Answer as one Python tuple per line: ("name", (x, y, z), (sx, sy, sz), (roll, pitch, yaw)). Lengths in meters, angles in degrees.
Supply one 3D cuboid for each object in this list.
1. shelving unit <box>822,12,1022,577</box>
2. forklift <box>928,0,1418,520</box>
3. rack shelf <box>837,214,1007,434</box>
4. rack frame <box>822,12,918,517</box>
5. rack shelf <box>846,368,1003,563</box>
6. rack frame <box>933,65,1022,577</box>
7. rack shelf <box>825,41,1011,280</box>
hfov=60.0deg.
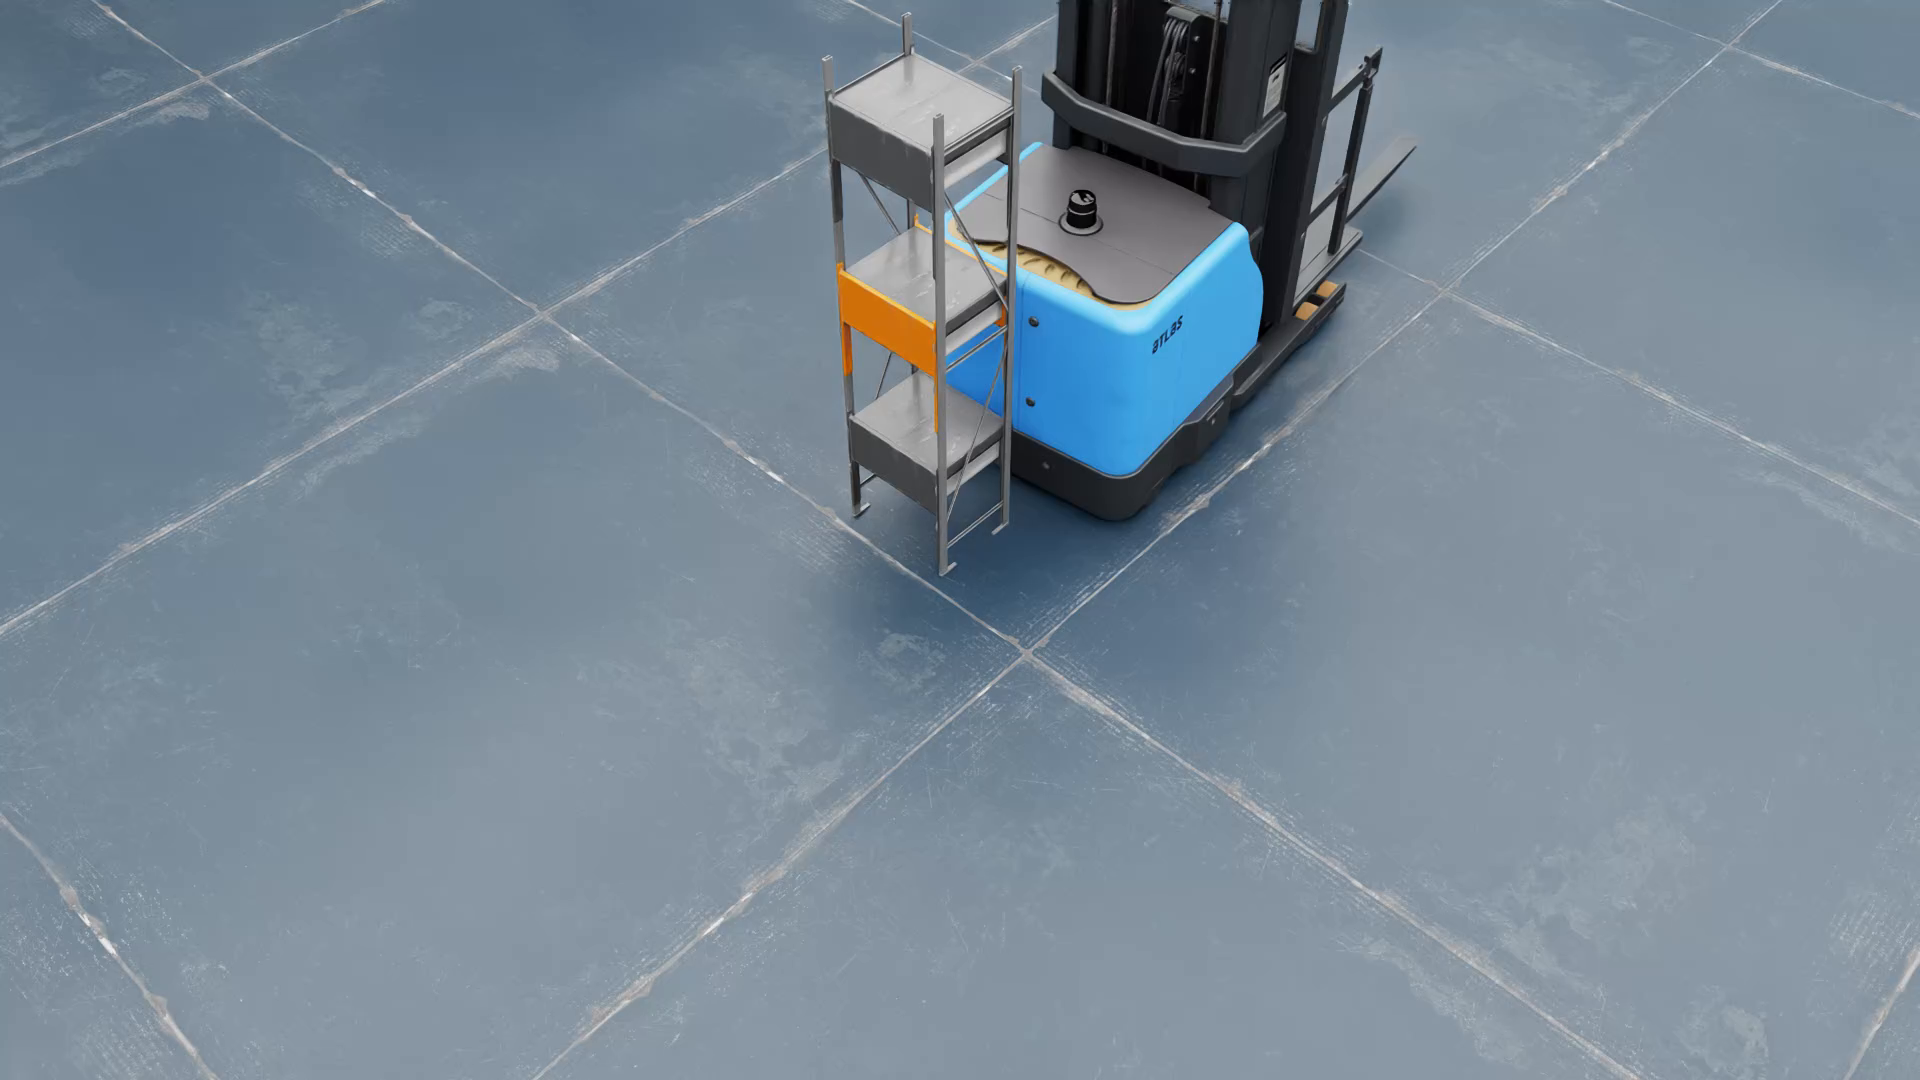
("shelving unit", (-0.122, -0.801, 6.061), (0.503, 2.100, 0.431), (34, 55, 28))
("forklift", (1.126, -2.116, 6.727), (1.130, 2.935, 3.031), (28, 53, 24))
("rack shelf", (-0.122, -0.791, 6.071), (0.480, 0.518, 0.431), (34, 55, 28))
("rack frame", (-0.301, -0.921, 6.175), (0.015, 2.100, 0.400), (34, 55, 28))
("rack shelf", (-0.122, -0.312, 6.582), (0.480, 0.518, 0.431), (34, 55, 28))
("rack frame", (0.058, -0.680, 5.948), (0.015, 2.100, 0.400), (34, 55, 28))
("rack shelf", (-0.122, -1.270, 5.561), (0.480, 0.518, 0.431), (34, 55, 28))
